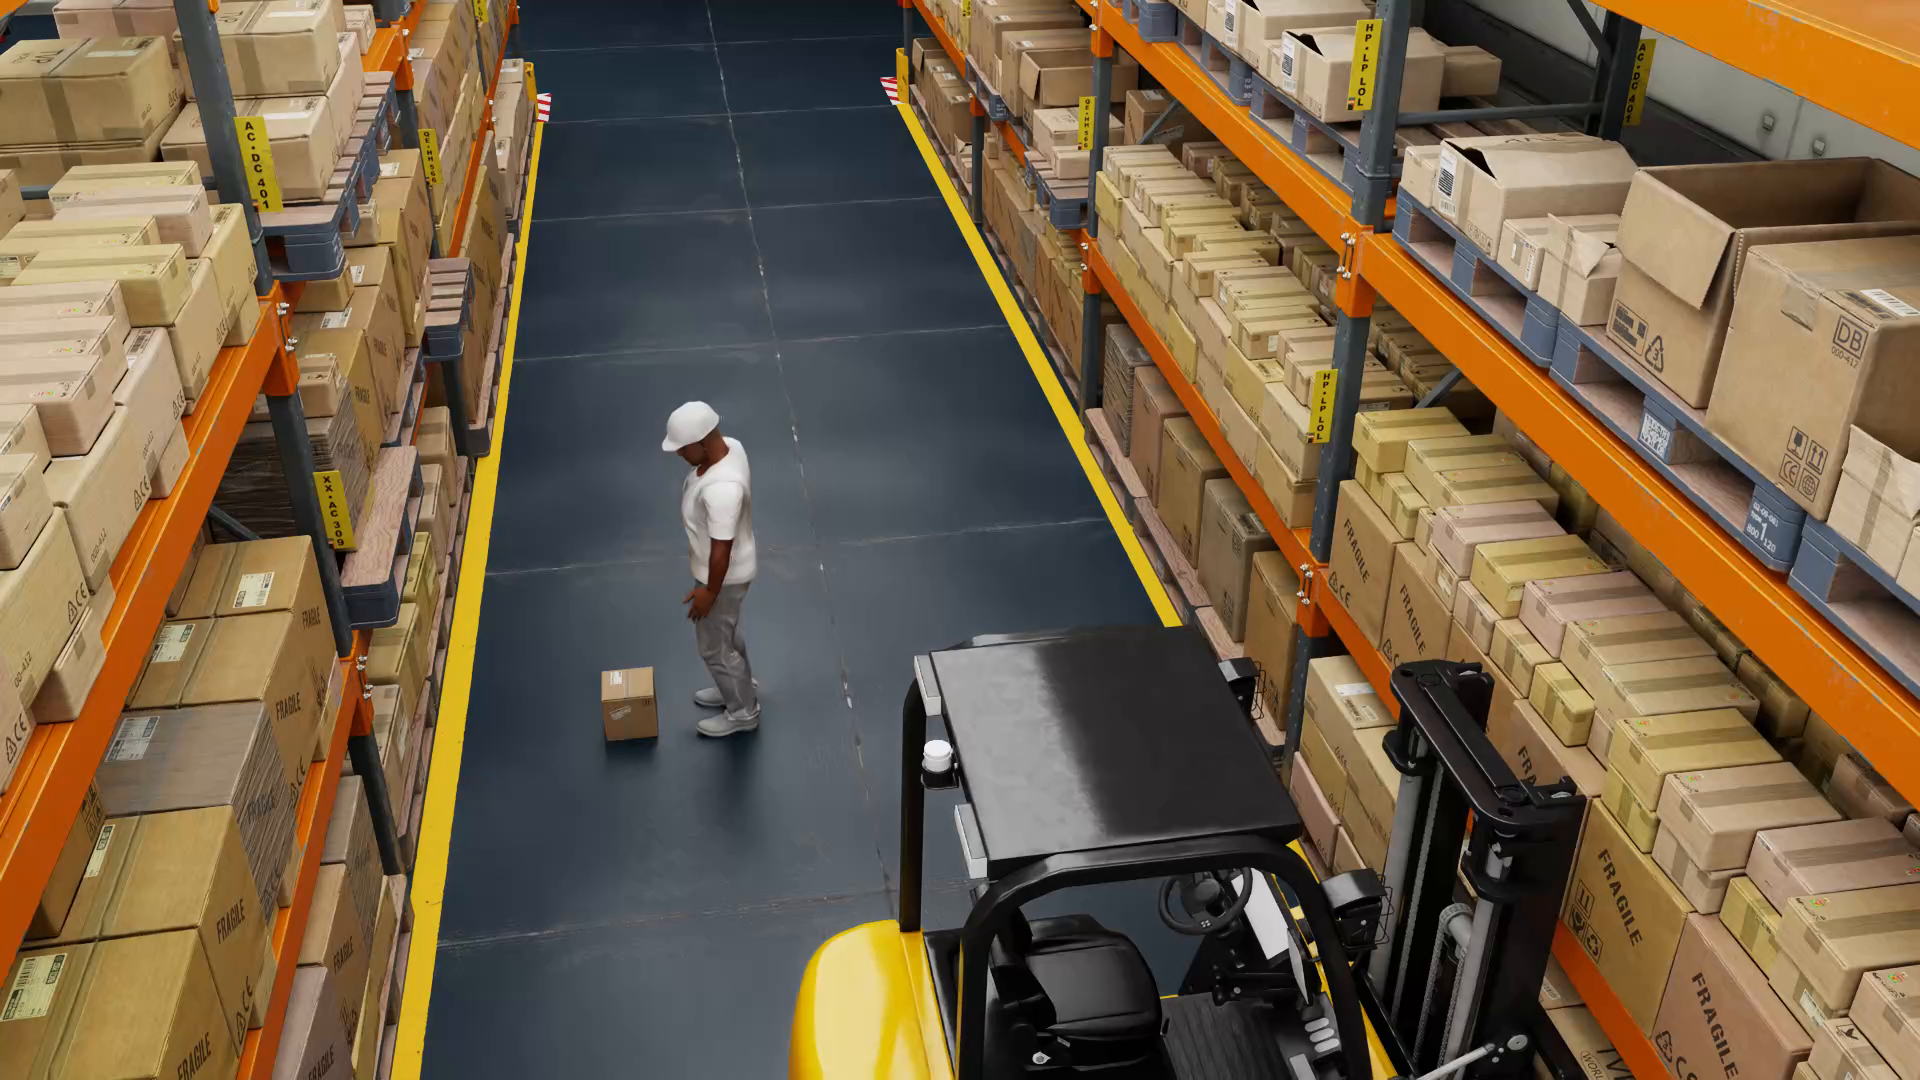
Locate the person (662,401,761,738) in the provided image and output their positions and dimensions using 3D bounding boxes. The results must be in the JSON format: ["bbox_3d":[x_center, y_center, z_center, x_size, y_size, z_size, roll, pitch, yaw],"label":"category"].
[{"bbox_3d":[-1.156,0.137,7.902,0.390,1.750,0.575,-5,31,-8],"label":"person"}]
